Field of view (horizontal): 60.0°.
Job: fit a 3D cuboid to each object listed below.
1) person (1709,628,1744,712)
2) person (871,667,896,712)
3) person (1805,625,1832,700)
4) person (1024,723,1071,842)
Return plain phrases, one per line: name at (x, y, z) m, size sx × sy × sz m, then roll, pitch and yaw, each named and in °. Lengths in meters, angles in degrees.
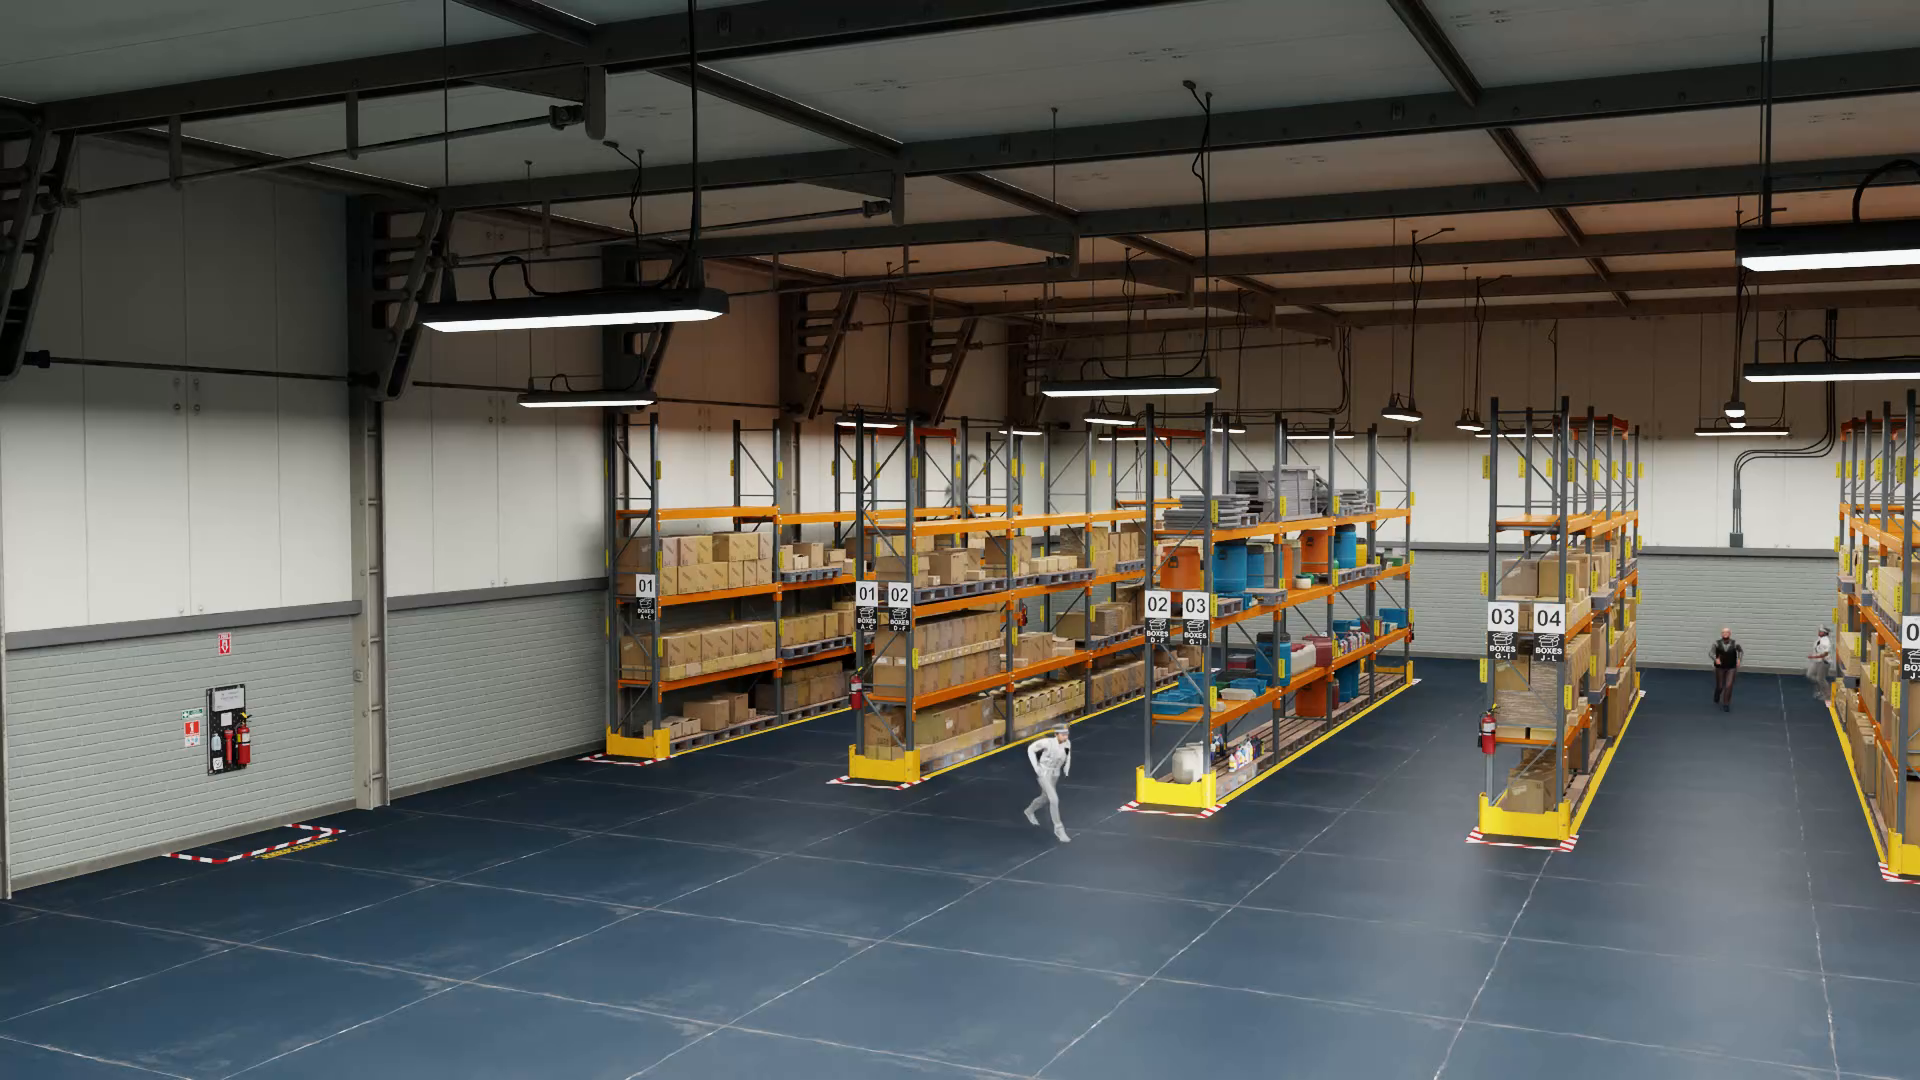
person at (16.017, 2.699, 34.762) m, size 0.670 × 1.721 × 0.849 m, roll 1°, pitch 3°, yaw 23°
person at (-1.382, 2.883, 30.489) m, size 0.685 × 1.681 × 0.711 m, roll 1°, pitch 3°, yaw 19°
person at (18.685, 2.662, 36.092) m, size 0.591 × 1.666 × 0.598 m, roll 0°, pitch 2°, yaw 2°
person at (1.162, 3.270, 22.750) m, size 0.655 × 1.628 × 0.980 m, roll -1°, pitch 3°, yaw -31°
